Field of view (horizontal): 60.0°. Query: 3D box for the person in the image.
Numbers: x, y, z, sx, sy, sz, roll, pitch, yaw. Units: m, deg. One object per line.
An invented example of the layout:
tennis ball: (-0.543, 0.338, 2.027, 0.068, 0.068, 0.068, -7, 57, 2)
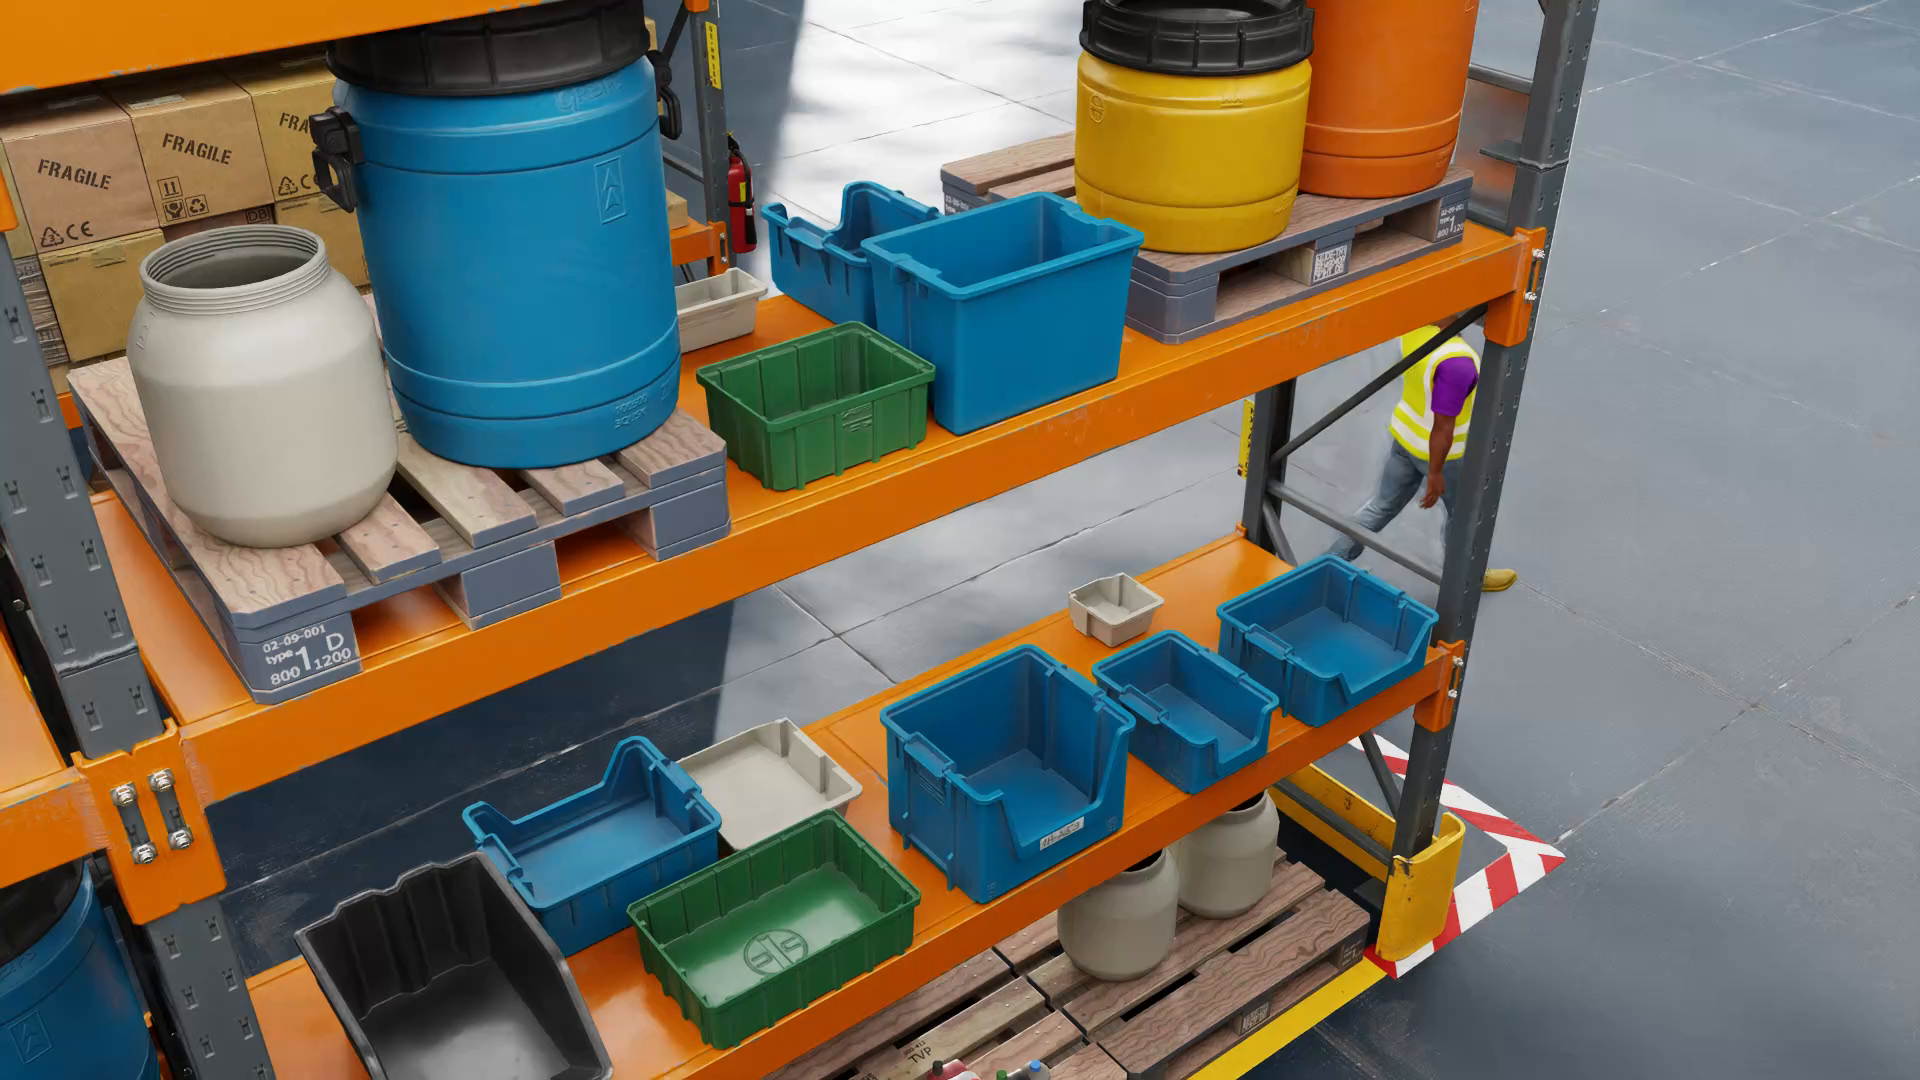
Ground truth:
person: (2.268, -0.483, 7.897, 0.996, 1.733, 0.588, -9, 33, -15)
